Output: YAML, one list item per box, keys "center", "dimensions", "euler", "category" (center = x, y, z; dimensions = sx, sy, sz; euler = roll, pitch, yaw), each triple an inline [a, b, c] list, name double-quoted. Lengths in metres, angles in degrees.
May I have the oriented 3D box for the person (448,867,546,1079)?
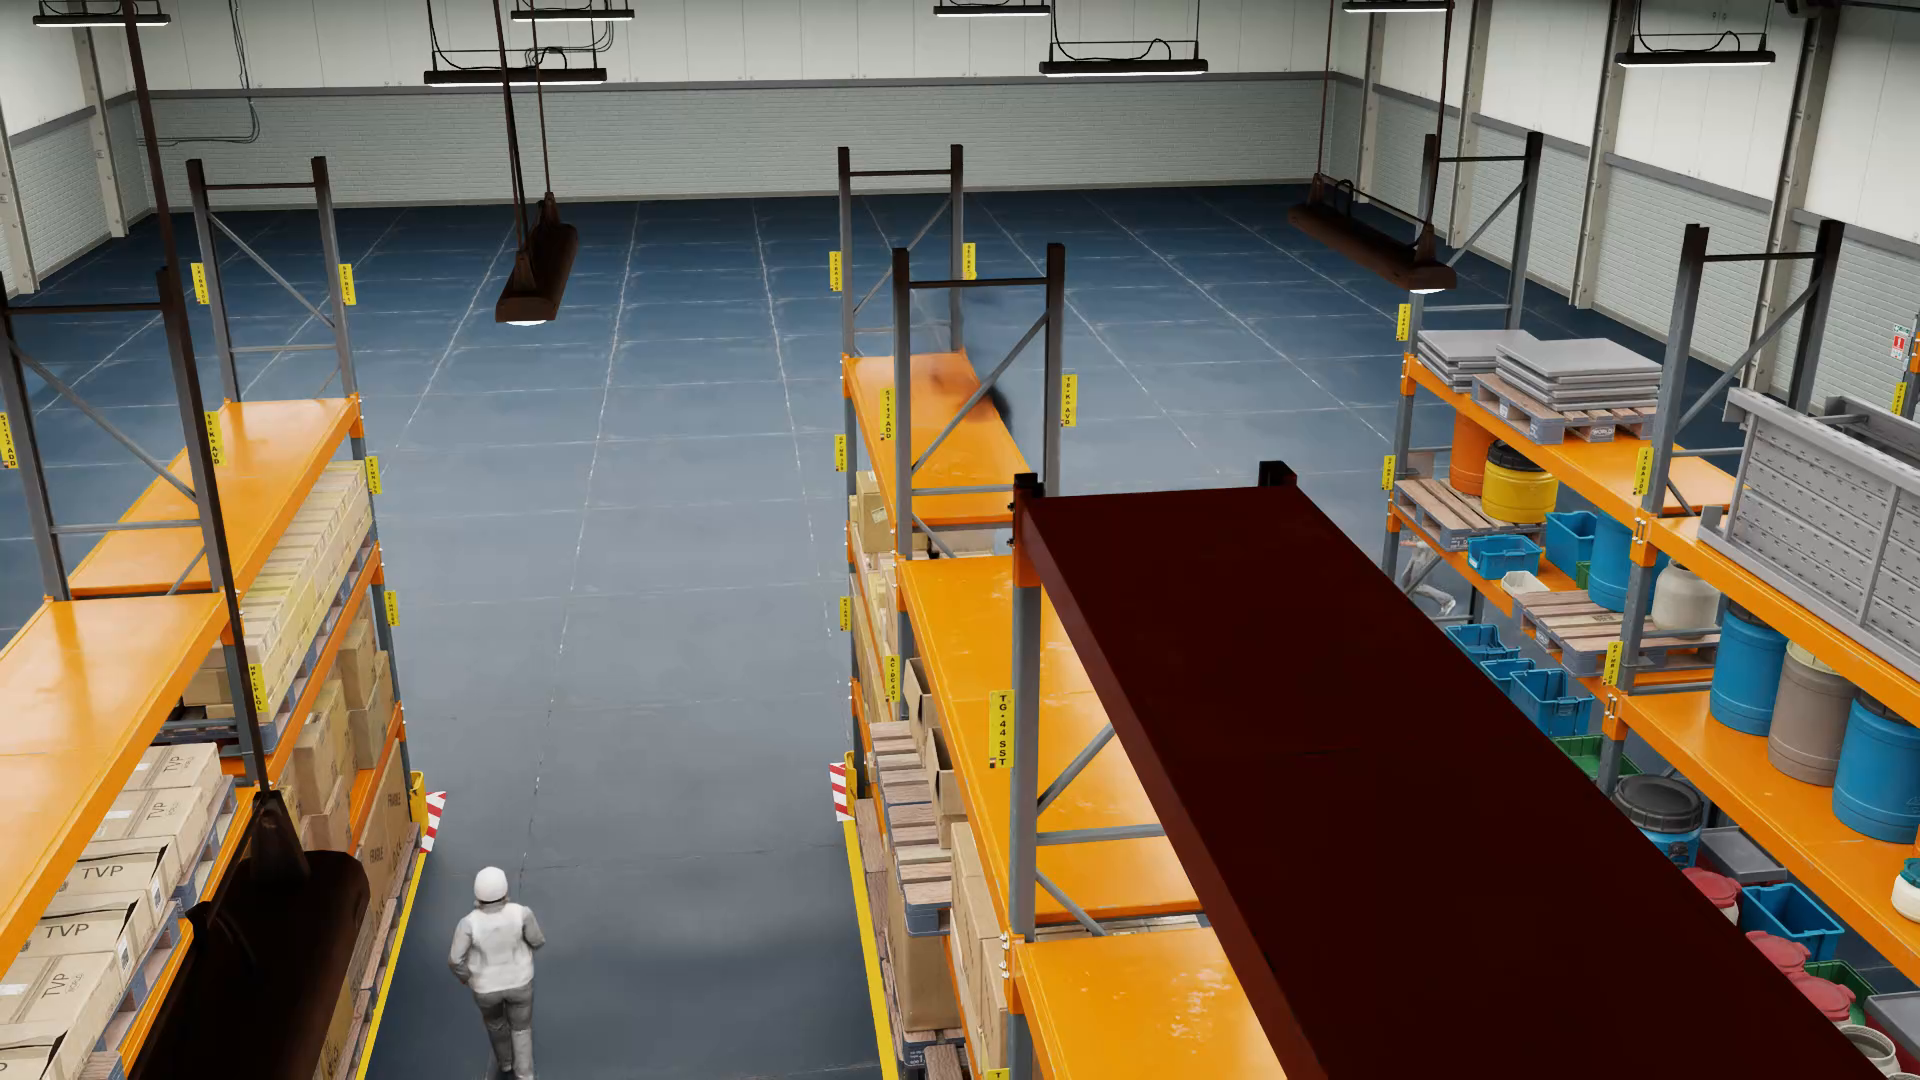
- center: [-3.163, 3.076, 11.475]
  dimensions: [0.646, 1.764, 0.927]
  euler: [-7, 23, -16]
  category: "person"

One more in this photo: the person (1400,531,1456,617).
- center: [5.342, 0.206, 19.001]
  dimensions: [0.730, 1.558, 0.546]
  euler: [7, 23, 18]
  category: "person"
